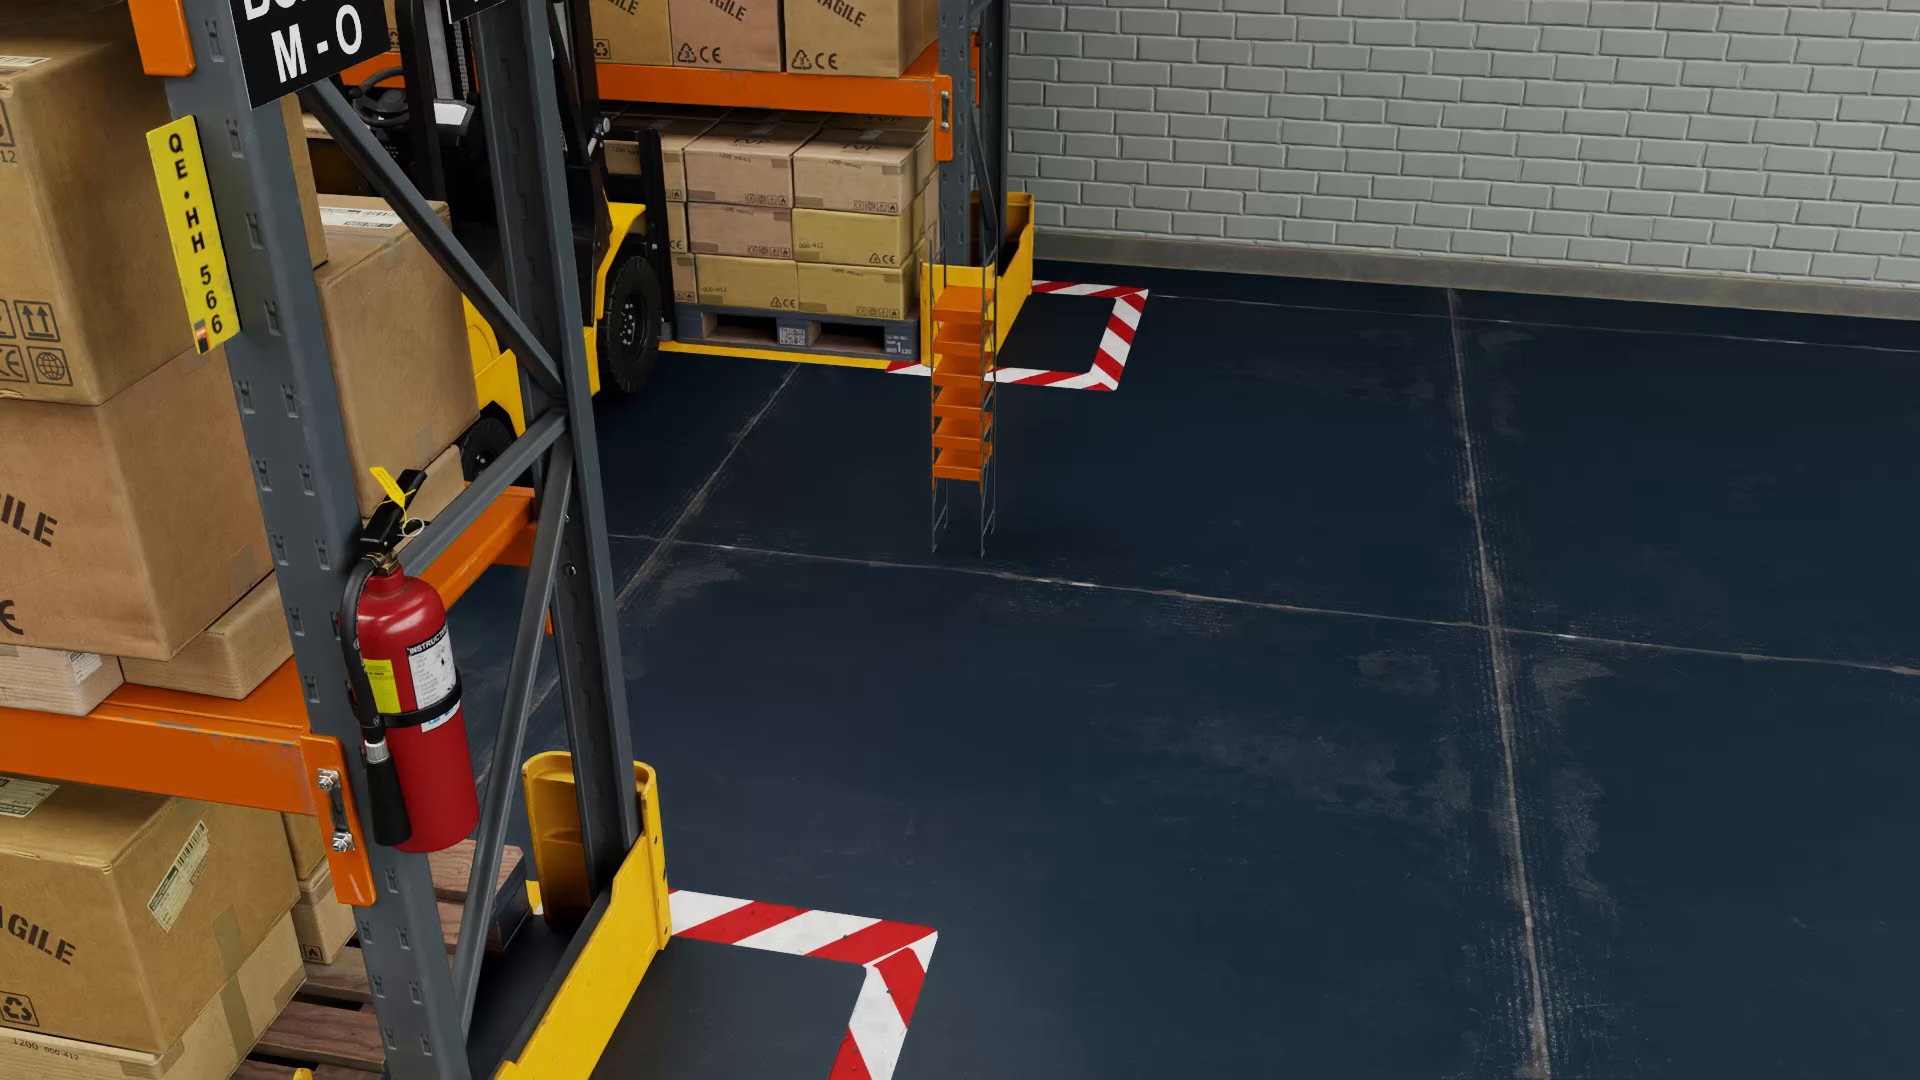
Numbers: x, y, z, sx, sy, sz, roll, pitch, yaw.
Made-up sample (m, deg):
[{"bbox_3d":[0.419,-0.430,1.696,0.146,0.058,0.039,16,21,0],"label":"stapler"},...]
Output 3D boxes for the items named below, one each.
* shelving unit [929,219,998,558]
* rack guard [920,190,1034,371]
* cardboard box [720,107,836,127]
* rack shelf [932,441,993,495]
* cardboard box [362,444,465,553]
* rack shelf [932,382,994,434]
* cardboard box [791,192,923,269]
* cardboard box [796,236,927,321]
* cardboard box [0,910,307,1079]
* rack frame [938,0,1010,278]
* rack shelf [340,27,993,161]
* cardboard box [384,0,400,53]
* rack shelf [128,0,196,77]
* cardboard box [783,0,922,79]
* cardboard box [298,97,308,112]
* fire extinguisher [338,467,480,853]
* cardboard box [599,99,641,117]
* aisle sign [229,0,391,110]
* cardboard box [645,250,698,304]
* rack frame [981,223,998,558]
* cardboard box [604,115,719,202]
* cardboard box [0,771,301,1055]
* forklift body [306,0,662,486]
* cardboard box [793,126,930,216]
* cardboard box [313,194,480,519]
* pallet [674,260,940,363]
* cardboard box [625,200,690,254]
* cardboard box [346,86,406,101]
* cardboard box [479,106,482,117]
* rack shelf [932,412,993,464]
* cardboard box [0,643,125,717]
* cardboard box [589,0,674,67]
[{"bbox_3d":[0.014,-0.525,5.959,0.189,1.200,0.258,6,29,11],"label":"shelving unit"},{"bbox_3d":[0.095,-1.279,8.066,0.348,0.500,1.175,6,29,11],"label":"rack guard"},{"bbox_3d":[-0.848,-1.980,8.128,0.500,0.250,0.500,6,29,11],"label":"cardboard box"},{"bbox_3d":[0.014,-0.275,6.096,0.180,0.103,0.258,6,29,11],"label":"rack shelf"},{"bbox_3d":[-1.250,-0.068,3.512,0.250,0.149,0.380,6,29,11],"label":"cardboard box"},{"bbox_3d":[0.014,-0.486,5.981,0.180,0.103,0.258,6,29,11],"label":"rack shelf"},{"bbox_3d":[-0.469,-1.478,7.731,0.500,0.250,0.500,5,29,10],"label":"cardboard box"},{"bbox_3d":[-0.454,-1.255,7.845,0.500,0.250,0.500,6,29,11],"label":"cardboard box"},{"bbox_3d":[-1.831,1.018,3.693,0.500,0.250,0.500,6,29,10],"label":"cardboard box"},{"bbox_3d":[0.072,-2.378,7.470,0.127,3.000,1.000,6,29,11],"label":"rack frame"},{"bbox_3d":[-1.884,-2.263,8.009,4.000,0.370,1.077,6,29,11],"label":"rack shelf"},{"bbox_3d":[-2.452,-2.561,7.701,0.500,0.500,0.500,6,29,10],"label":"cardboard box"},{"bbox_3d":[-2.917,-1.247,3.030,4.000,0.370,1.077,6,29,11],"label":"rack shelf"},{"bbox_3d":[-0.464,-2.348,7.311,0.500,0.500,0.500,5,29,9],"label":"cardboard box"},{"bbox_3d":[-3.432,-2.000,8.165,0.500,0.250,0.500,5,29,10],"label":"cardboard box"},{"bbox_3d":[-0.945,0.215,2.814,0.183,0.674,0.296,6,29,11],"label":"fire extinguisher"},{"bbox_3d":[-1.835,-2.090,8.329,0.500,0.250,0.500,5,29,10],"label":"cardboard box"},{"bbox_3d":[-0.961,-1.045,2.327,0.004,0.787,0.394,6,29,11],"label":"aisle sign"},{"bbox_3d":[-1.425,-1.364,8.043,0.500,0.250,0.500,6,29,11],"label":"cardboard box"},{"bbox_3d":[0.104,-0.516,5.942,0.006,1.200,0.240,6,29,11],"label":"rack frame"},{"bbox_3d":[-1.440,-1.789,7.779,0.500,0.250,0.500,6,29,11],"label":"cardboard box"},{"bbox_3d":[-1.799,0.688,3.514,0.500,0.500,0.500,6,29,11],"label":"cardboard box"},{"bbox_3d":[-2.164,-1.339,6.456,1.214,2.155,2.313,6,29,11],"label":"forklift body"},{"bbox_3d":[-0.444,-1.695,7.606,0.500,0.250,0.500,7,29,12],"label":"cardboard box"},{"bbox_3d":[-1.366,-0.399,3.441,0.500,0.500,0.500,5,29,10],"label":"cardboard box"},{"bbox_3d":[-0.685,-1.212,8.244,1.213,0.211,1.003,6,29,11],"label":"pallet"},{"bbox_3d":[-1.467,-1.575,7.908,0.500,0.250,0.500,5,29,9],"label":"cardboard box"},{"bbox_3d":[-2.820,-2.194,8.518,0.500,0.250,0.500,5,29,10],"label":"cardboard box"},{"bbox_3d":[-2.445,-1.900,7.981,0.500,0.250,0.500,7,29,12],"label":"cardboard box"},{"bbox_3d":[0.014,-0.381,6.038,0.180,0.103,0.258,6,29,11],"label":"rack shelf"},{"bbox_3d":[-1.642,0.153,3.108,0.250,0.149,0.380,6,29,10],"label":"cardboard box"},{"bbox_3d":[-1.471,-2.456,7.508,0.500,0.500,0.500,5,29,10],"label":"cardboard box"}]
